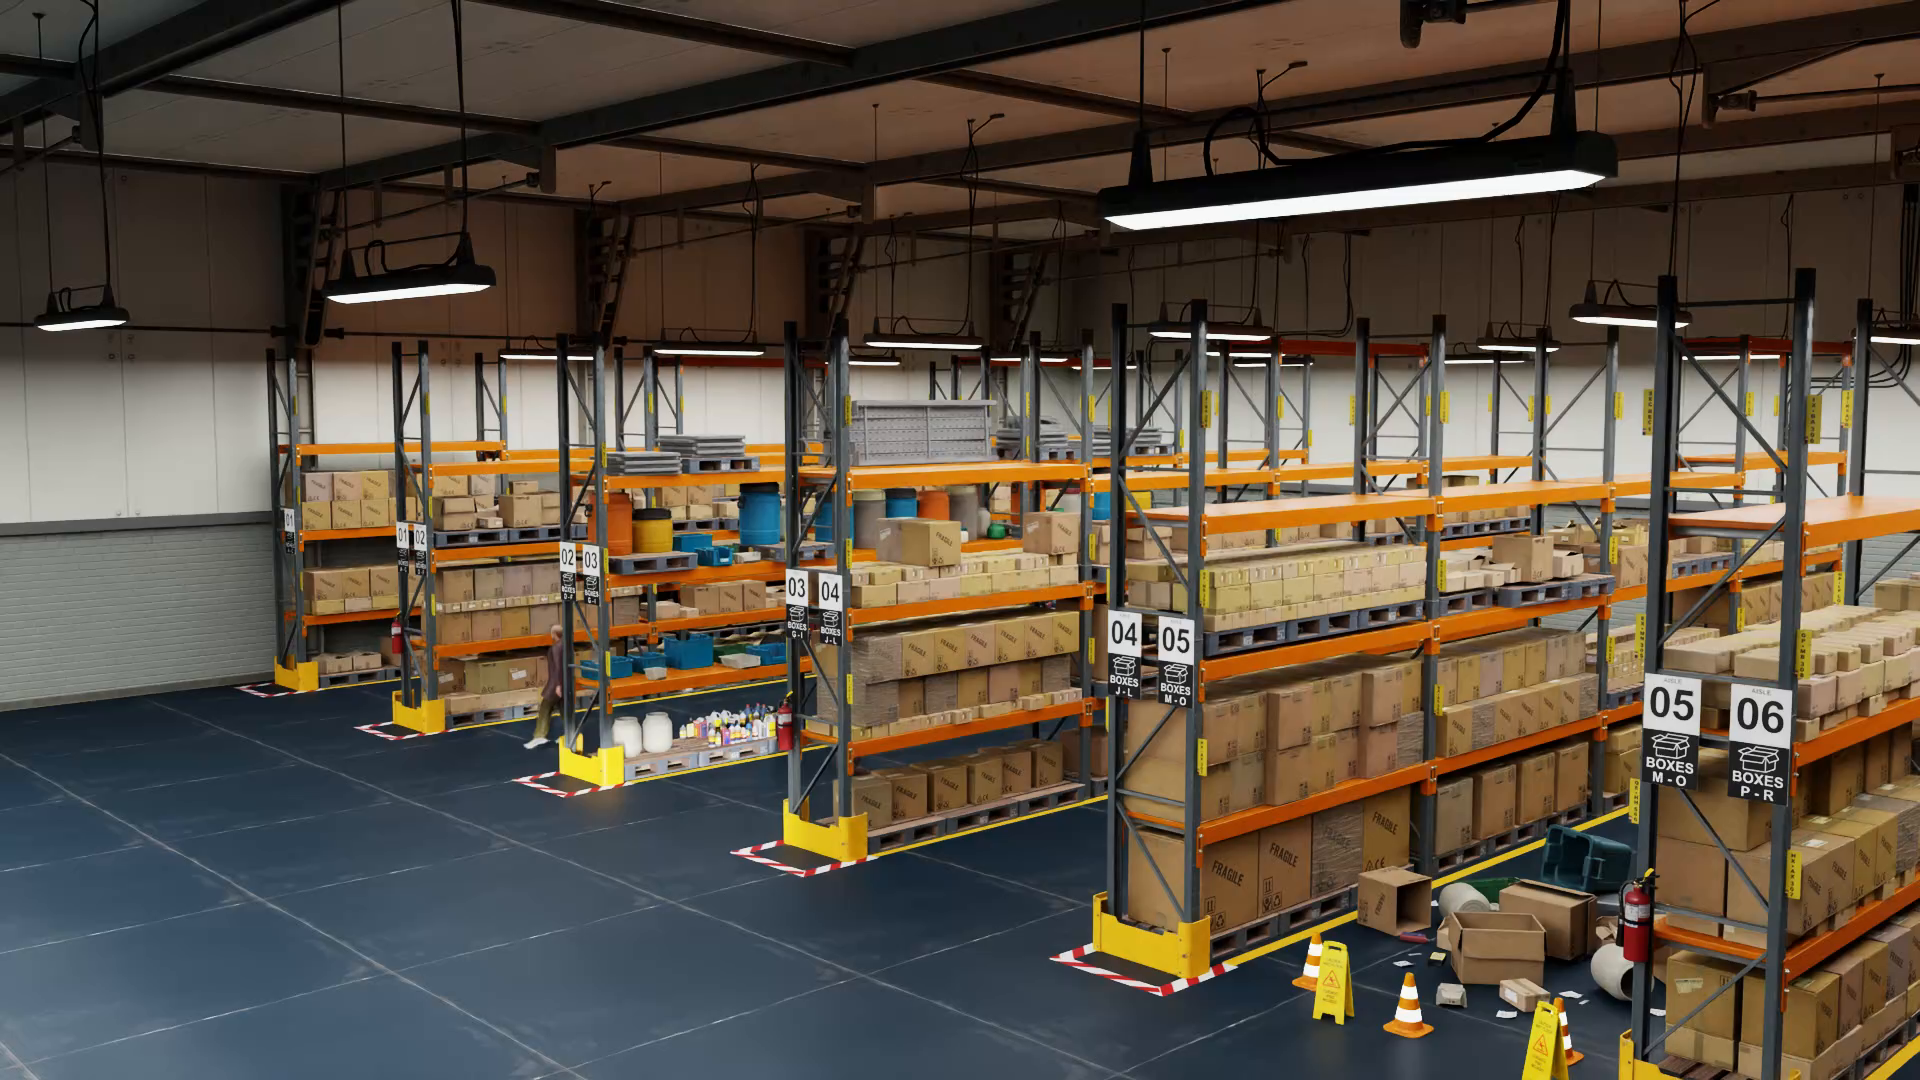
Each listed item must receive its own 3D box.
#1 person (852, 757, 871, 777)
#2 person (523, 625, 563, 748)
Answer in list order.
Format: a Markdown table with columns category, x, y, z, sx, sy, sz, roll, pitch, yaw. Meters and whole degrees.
| category | x | y | z | sx | sy | sz | roll | pitch | yaw |
| --- | --- | --- | --- | --- | --- | --- | --- | --- | --- |
| person | -1.307 | 2.468 | 21.093 | 0.581 | 1.640 | 0.564 | -2 | 6 | -26 |
| person | -6.013 | 2.159 | 24.649 | 0.738 | 1.765 | 0.646 | 1 | 5 | 12 |
